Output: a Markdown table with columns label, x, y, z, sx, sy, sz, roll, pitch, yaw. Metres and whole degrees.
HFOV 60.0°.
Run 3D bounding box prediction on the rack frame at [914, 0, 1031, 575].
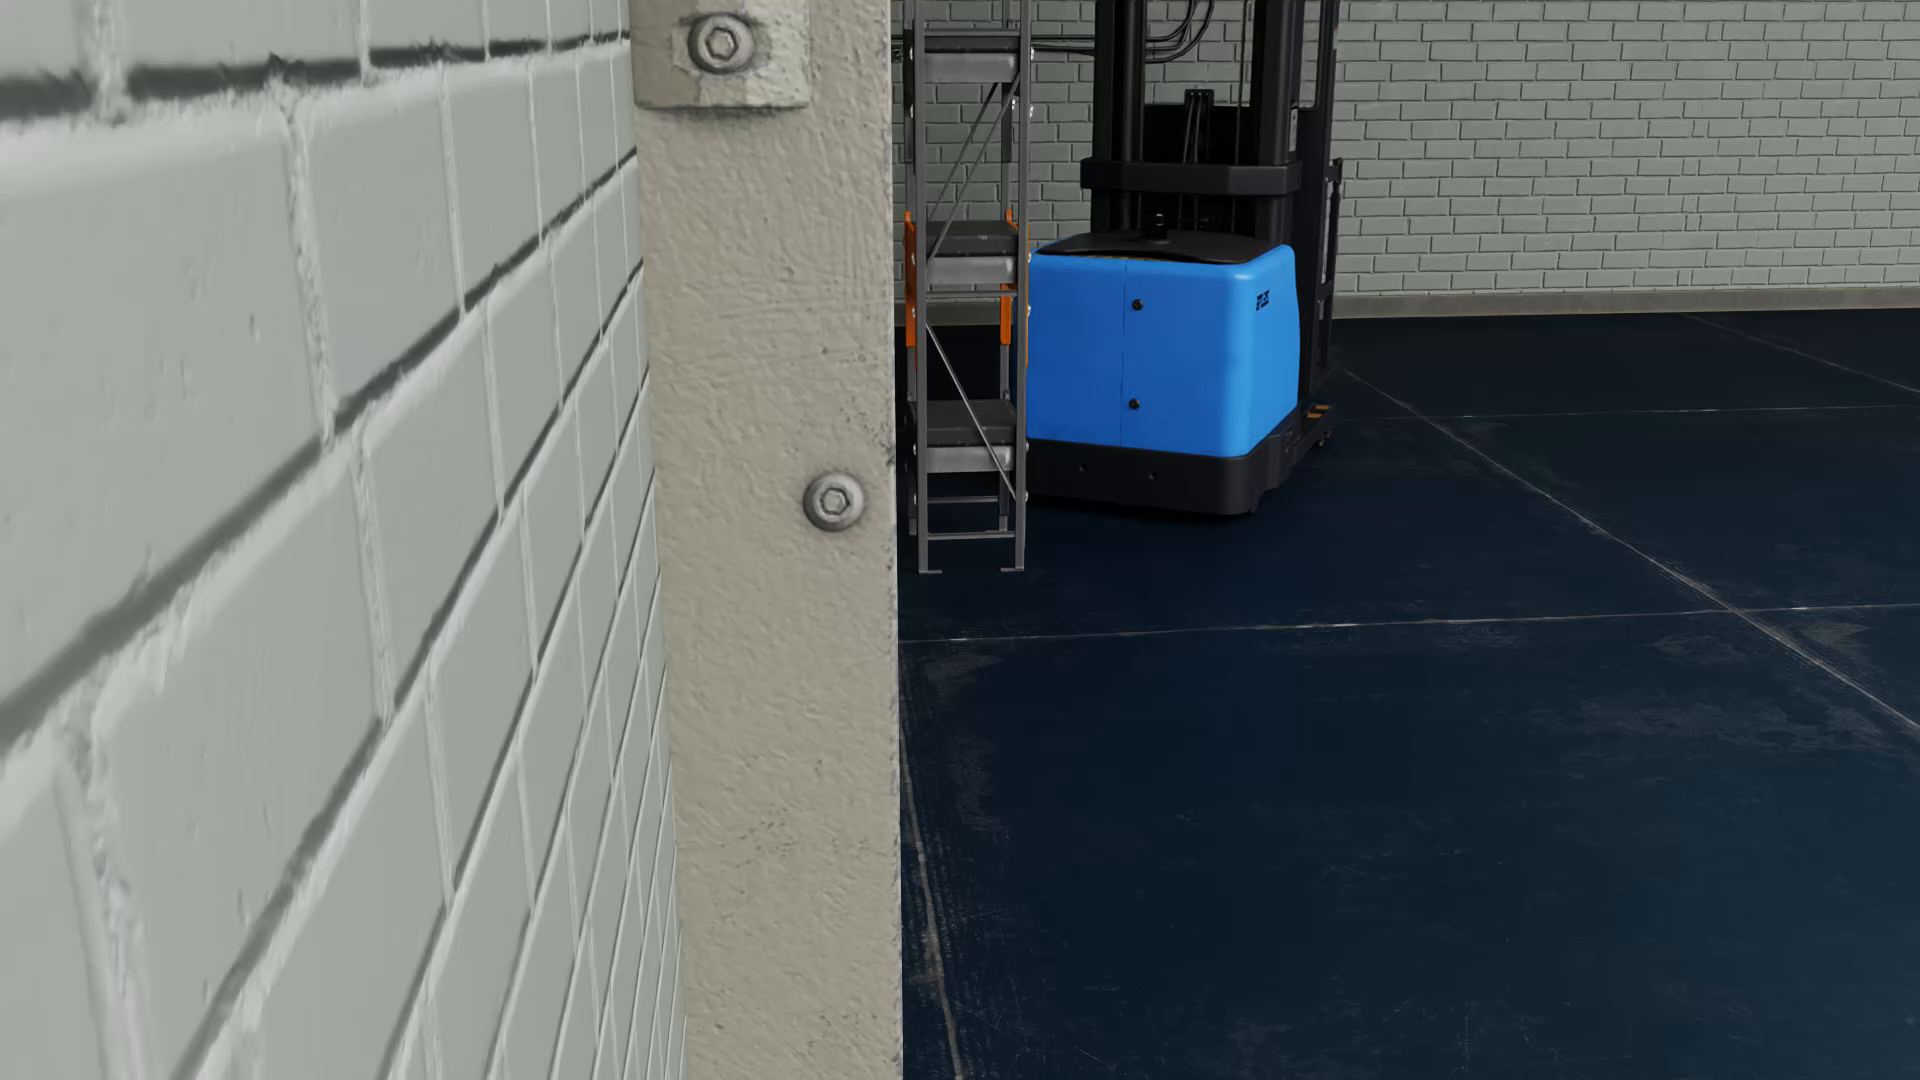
| label | x | y | z | sx | sy | sz | roll | pitch | yaw |
| --- | --- | --- | --- | --- | --- | --- | --- | --- | --- |
| rack frame | 0.042 | -0.880 | 5.974 | 0.400 | 2.100 | 0.015 | -2 | 18 | -6 |

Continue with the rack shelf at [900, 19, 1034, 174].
| label | x | y | z | sx | sy | sz | roll | pitch | yaw |
| --- | --- | --- | --- | --- | --- | --- | --- | --- | --- |
| rack shelf | 0.017 | -1.607 | 6.000 | 0.431 | 0.518 | 0.480 | -2 | 18 | -6 |

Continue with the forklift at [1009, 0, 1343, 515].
| label | x | y | z | sx | sy | sz | roll | pitch | yaw |
| --- | --- | --- | --- | --- | --- | --- | --- | --- | --- |
| forklift | 1.242 | -1.898 | 7.830 | 1.130 | 2.935 | 3.031 | 7 | 19 | 22 |

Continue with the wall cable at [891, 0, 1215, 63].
| label | x | y | z | sx | sy | sz | roll | pitch | yaw |
| --- | --- | --- | --- | --- | --- | --- | --- | --- | --- |
| wall cable | 0.138 | -4.271 | 10.442 | 3.097 | 2.526 | 0.112 | -2 | 18 | -6 |

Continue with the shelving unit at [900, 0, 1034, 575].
| label | x | y | z | sx | sy | sz | roll | pitch | yaw |
| --- | --- | --- | --- | --- | --- | --- | --- | --- | --- |
| shelving unit | 0.017 | -0.952 | 6.205 | 0.431 | 2.100 | 0.503 | -2 | 18 | -6 |

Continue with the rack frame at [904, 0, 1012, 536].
| label | x | y | z | sx | sy | sz | roll | pitch | yaw |
| --- | --- | --- | --- | --- | --- | --- | --- | --- | --- |
| rack frame | -0.008 | -1.025 | 6.437 | 0.400 | 2.100 | 0.015 | -2 | 18 | -6 |

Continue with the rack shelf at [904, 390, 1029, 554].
| label | x | y | z | sx | sy | sz | roll | pitch | yaw |
| --- | --- | --- | --- | --- | --- | --- | --- | --- | --- |
| rack shelf | 0.017 | -0.272 | 6.419 | 0.431 | 0.518 | 0.480 | -2 | 18 | -6 |

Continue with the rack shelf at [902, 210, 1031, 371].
| label | x | y | z | sx | sy | sz | roll | pitch | yaw |
| --- | --- | --- | --- | --- | --- | --- | --- | --- | --- |
| rack shelf | 0.017 | -0.939 | 6.210 | 0.431 | 0.518 | 0.480 | -2 | 18 | -6 |
